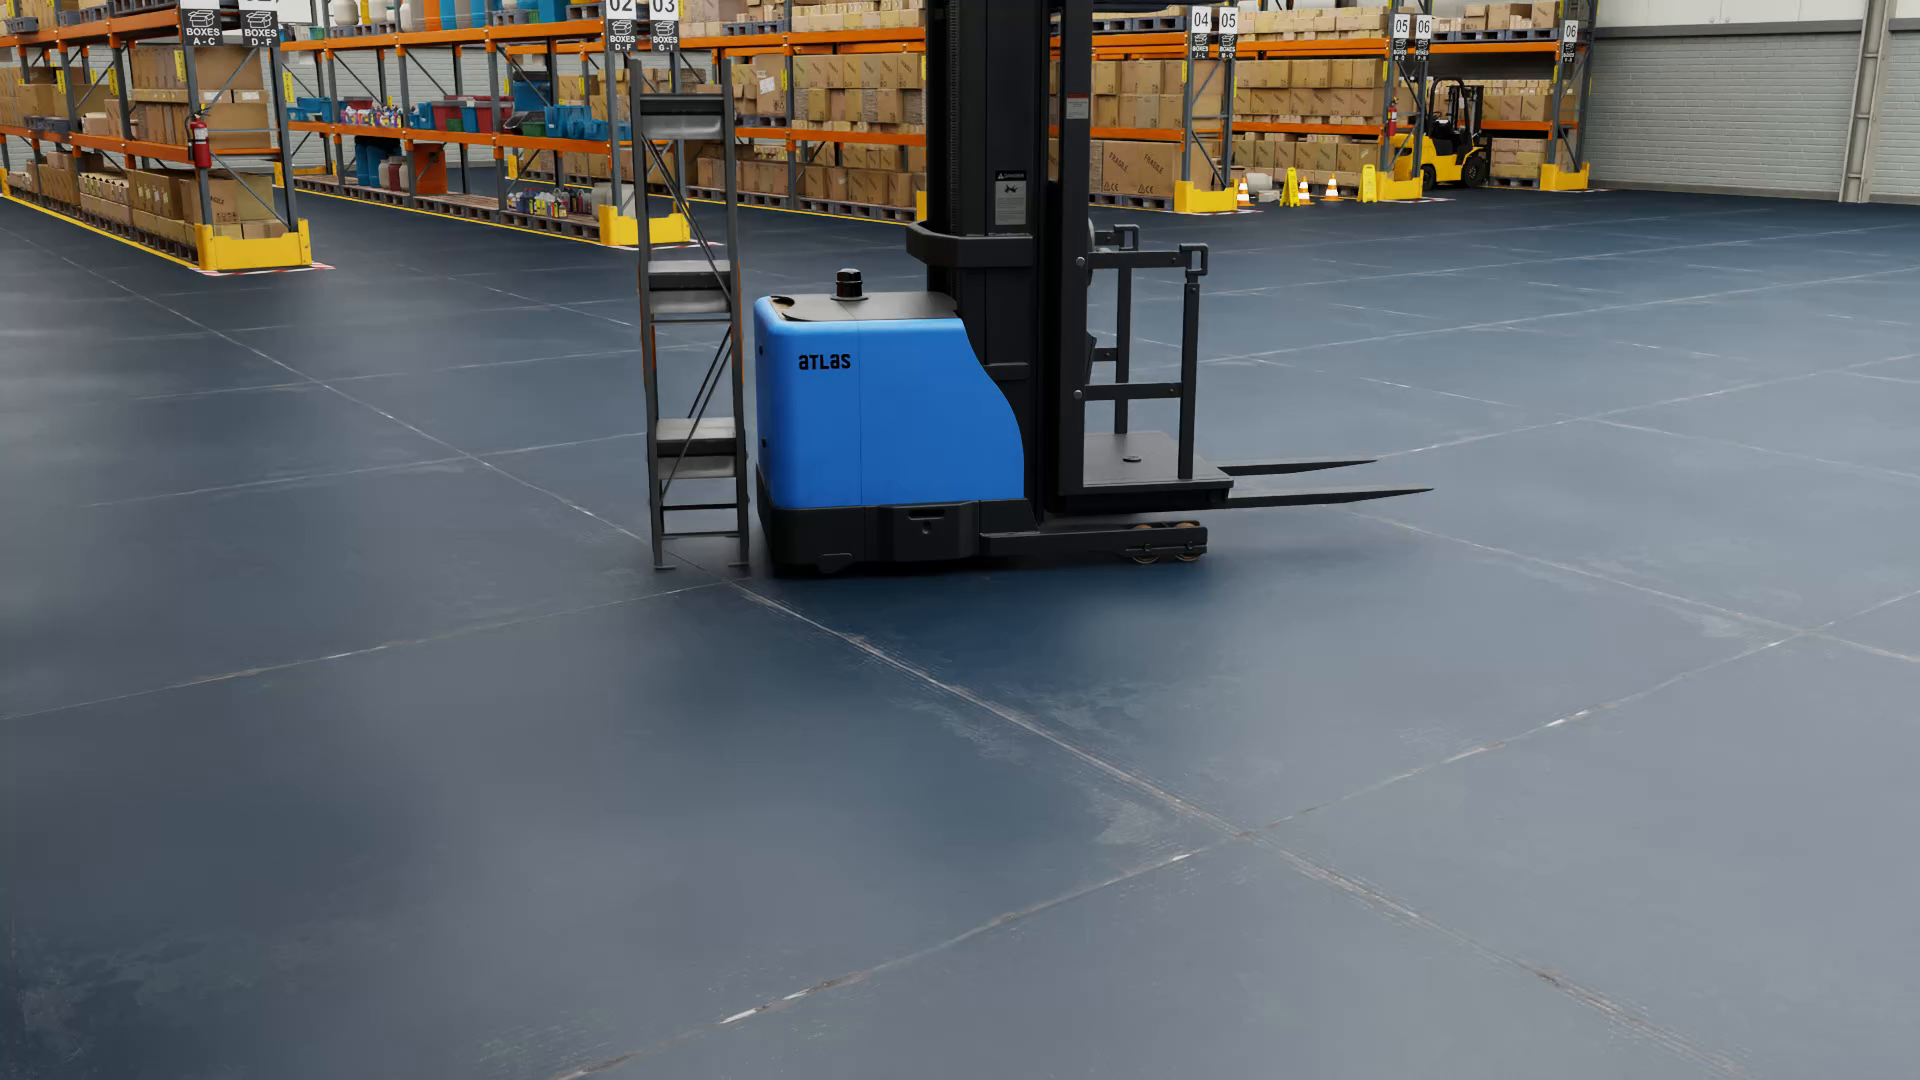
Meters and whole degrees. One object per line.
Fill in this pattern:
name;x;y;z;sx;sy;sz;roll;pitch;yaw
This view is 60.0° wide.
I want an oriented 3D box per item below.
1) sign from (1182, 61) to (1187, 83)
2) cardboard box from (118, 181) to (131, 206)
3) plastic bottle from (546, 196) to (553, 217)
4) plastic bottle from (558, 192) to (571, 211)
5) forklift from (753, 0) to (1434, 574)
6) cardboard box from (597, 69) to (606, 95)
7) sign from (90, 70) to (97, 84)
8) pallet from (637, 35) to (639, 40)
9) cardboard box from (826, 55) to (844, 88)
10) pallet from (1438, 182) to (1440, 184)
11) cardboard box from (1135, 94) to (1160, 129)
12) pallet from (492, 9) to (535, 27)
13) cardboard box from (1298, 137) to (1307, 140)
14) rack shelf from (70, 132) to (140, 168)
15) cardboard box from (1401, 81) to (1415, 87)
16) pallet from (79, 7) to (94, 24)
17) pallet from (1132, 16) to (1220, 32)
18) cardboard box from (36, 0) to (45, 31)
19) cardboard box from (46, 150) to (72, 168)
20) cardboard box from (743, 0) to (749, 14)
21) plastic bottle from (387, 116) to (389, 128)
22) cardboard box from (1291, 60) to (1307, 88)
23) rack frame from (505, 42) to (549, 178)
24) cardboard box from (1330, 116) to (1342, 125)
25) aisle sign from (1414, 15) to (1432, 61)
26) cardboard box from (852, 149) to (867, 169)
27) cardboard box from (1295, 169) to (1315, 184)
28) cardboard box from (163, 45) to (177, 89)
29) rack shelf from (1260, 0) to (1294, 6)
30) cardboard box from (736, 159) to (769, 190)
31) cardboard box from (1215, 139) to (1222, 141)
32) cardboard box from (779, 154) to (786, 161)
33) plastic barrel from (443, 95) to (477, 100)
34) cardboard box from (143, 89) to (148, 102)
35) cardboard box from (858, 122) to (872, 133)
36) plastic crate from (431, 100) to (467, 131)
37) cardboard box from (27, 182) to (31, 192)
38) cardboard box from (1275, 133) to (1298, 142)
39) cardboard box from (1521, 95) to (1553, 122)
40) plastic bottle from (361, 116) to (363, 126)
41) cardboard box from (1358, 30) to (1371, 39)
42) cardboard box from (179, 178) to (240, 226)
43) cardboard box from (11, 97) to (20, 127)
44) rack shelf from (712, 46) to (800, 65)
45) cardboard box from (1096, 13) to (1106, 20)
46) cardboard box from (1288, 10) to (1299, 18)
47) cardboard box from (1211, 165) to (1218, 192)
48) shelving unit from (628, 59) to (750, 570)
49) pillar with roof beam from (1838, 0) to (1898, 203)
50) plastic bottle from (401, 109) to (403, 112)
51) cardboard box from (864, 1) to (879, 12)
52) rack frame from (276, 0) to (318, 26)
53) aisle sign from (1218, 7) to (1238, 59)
sign;3.581;-7.459;26.505;0.100;0.325;0.005;-11;19;-35
cardboard box;-10.881;-4.625;22.145;0.500;0.311;0.500;-11;19;-35
plastic bottle;-5.692;-4.661;23.249;0.152;0.276;0.135;-11;19;-36
plastic bottle;-5.782;-4.941;24.273;0.152;0.276;0.135;-11;19;-35
forklift;0.618;-1.445;7.304;3.031;2.935;1.130;-3;16;-11
cardboard box;-6.717;-9.079;32.975;0.797;0.503;0.637;-11;19;-36
sign;-14.668;-7.790;28.164;0.100;0.325;0.005;-11;19;-35
pallet;-5.829;-9.551;31.466;1.003;0.211;1.213;-10;18;-32
cardboard box;-1.748;-7.299;25.913;0.500;0.500;0.500;-11;19;-35
pallet;10.067;-7.762;35.535;1.003;0.211;1.213;-11;19;-35
cardboard box;3.432;-7.126;27.647;0.875;0.550;0.550;-11;19;-35
pallet;-5.898;-7.421;23.685;1.213;0.211;1.003;-11;19;-35
cardboard box;8.028;-8.921;38.190;0.875;0.625;0.625;-10;18;-33
rack shelf;-11.587;-5.517;23.413;1.077;0.370;4.000;-11;19;-35
cardboard box;9.581;-9.673;35.256;0.380;0.149;0.250;-10;18;-33
pallet;-11.631;-7.277;23.158;1.003;0.211;1.213;-10;18;-32
pallet;3.583;-8.428;27.175;1.003;0.211;1.213;-11;19;-35
cardboard box;-13.652;-8.094;25.594;0.910;0.500;0.500;-11;19;-35
cardboard box;-14.439;-6.159;26.876;0.500;0.250;0.500;-11;19;-34
cardboard box;-3.675;-9.285;28.999;0.500;0.500;0.500;-10;18;-34
plastic bottle;-9.697;-7.122;28.293;0.097;0.201;0.097;0;15;0
cardboard box;6.640;-8.737;31.169;0.700;0.500;0.500;-11;19;-35
rack frame;-9.451;-9.536;36.735;1.000;3.000;0.127;-11;19;-35
cardboard box;7.032;-7.728;30.606;0.380;0.149;0.250;-10;18;-34
aisle sign;8.260;-8.946;29.656;0.394;0.787;0.004;-11;19;-35
cardboard box;-1.901;-7.895;34.678;0.500;0.500;0.500;-12;19;-37
cardboard box;6.669;-6.887;31.472;0.500;0.250;0.500;-12;19;-37
cardboard box;-8.965;-5.588;19.665;0.700;0.500;0.500;-11;19;-34
rack shelf;8.458;-12.064;36.727;1.077;0.370;4.000;-11;19;-35
cardboard box;-3.662;-6.458;29.390;0.700;0.500;0.500;-9;18;-30
cardboard box;6.363;-9.693;40.020;0.380;0.149;0.250;-10;18;-33
cardboard box;-3.811;-8.529;37.099;0.380;0.149;0.250;-12;19;-36
plastic barrel;-8.236;-7.072;27.476;0.600;0.536;0.708;-11;19;-35
cardboard box;-9.953;-5.546;20.739;0.380;0.149;0.250;-11;19;-35
cardboard box;-1.345;-6.331;25.501;0.380;0.149;0.250;-11;19;-35
plastic crate;-8.051;-6.697;26.242;0.402;0.464;0.583;-11;19;-35
cardboard box;-15.948;-6.130;28.860;0.380;0.149;0.250;-11;19;-35
cardboard box;6.238;-7.692;31.762;0.380;0.149;0.250;-10;18;-31
cardboard box;11.484;-8.541;32.912;0.500;0.500;0.500;-11;19;-36
plastic bottle;-10.551;-7.432;29.426;0.097;0.201;0.097;0;15;0
cardboard box;7.364;-9.064;29.805;0.380;0.149;0.250;-11;19;-34
cardboard box;-8.615;-3.889;19.095;0.500;0.500;0.500;-11;19;-35
cardboard box;-16.224;-7.479;29.031;0.500;0.500;0.500;-10;18;-33
rack shelf;-4.204;-10.957;37.608;1.077;0.370;4.000;-11;19;-35
cardboard box;2.510;-8.843;28.012;0.380;0.149;0.250;-11;19;-34
cardboard box;6.352;-9.834;31.109;0.380;0.149;0.250;-11;19;-35
cardboard box;4.335;-6.699;30.843;0.797;0.637;0.503;-11;19;-35
shelving unit;-1.146;-0.959;7.102;0.431;2.100;0.503;-2;15;-8
pillar with roof beam;12.351;-9.662;25.830;9.100;9.000;0.400;-11;19;-35
plastic bottle;-10.022;-7.605;29.914;0.152;0.276;0.135;-11;19;-35
cardboard box;-1.218;-7.976;24.882;0.380;0.149;0.250;-12;19;-37
rack frame;-13.457;-11.661;33.134;1.000;3.000;0.127;-11;19;-35
aisle sign;4.312;-8.153;26.758;0.394;0.787;0.004;-11;19;-35
